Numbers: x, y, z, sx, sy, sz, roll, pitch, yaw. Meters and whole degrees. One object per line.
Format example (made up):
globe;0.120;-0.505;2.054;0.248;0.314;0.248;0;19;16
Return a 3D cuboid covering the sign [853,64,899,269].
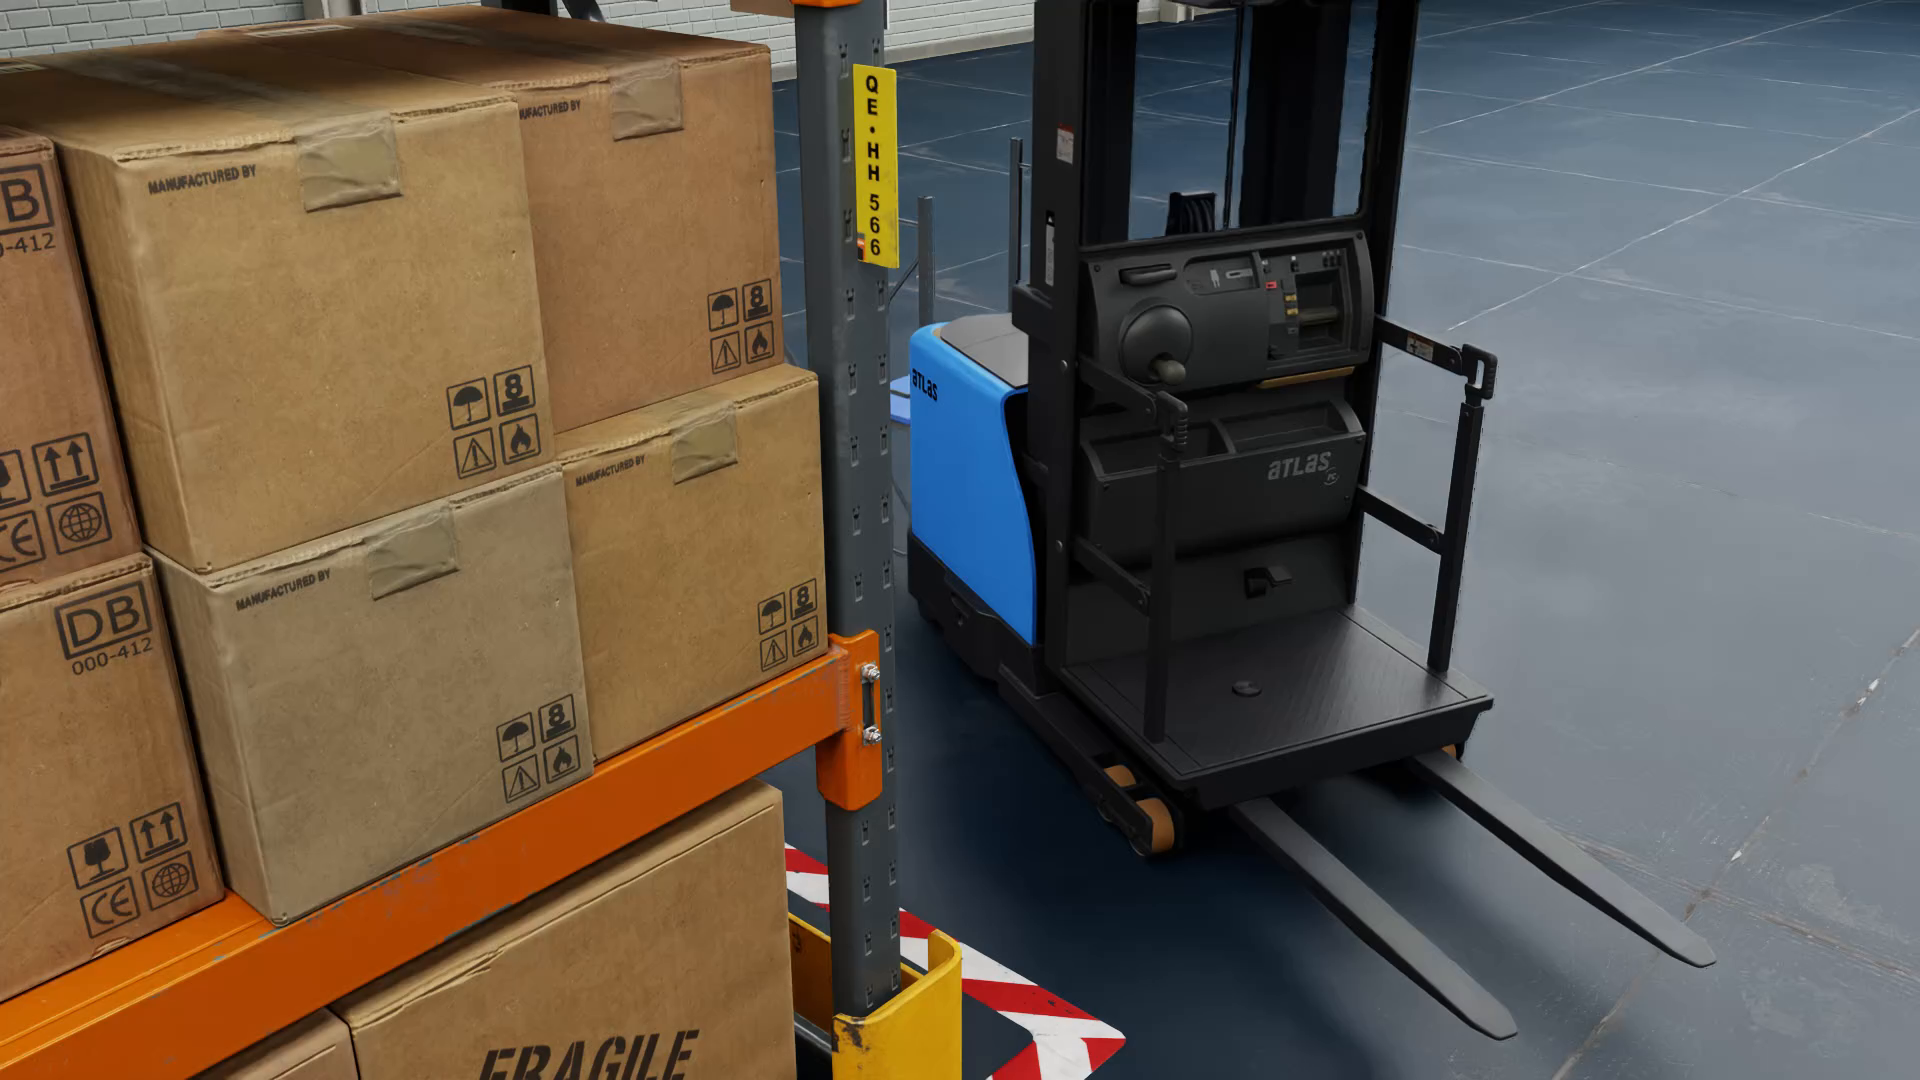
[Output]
sign;-0.141;-0.616;2.753;0.100;0.325;0.005;20;31;38

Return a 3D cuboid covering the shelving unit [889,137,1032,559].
shelving unit;0.054;-0.712;6.505;0.538;1.500;1.048;20;31;38

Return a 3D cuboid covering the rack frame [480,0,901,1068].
rack frame;-0.536;-0.132;3.378;1.000;3.000;0.127;20;31;38

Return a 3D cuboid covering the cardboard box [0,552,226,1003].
cardboard box;-1.568;0.235;2.376;0.875;0.550;0.550;20;31;38

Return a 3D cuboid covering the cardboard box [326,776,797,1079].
cardboard box;-0.939;0.871;3.226;0.875;0.875;0.875;20;31;38

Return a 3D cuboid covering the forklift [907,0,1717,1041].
forklift;0.878;-0.638;4.589;1.130;2.935;3.031;-11;26;-22

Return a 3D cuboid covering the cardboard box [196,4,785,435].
cardboard box;-0.812;-0.591;2.898;0.875;0.550;0.550;20;31;38

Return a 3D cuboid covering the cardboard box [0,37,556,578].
cardboard box;-1.111;-0.398;2.468;0.875;0.550;0.550;20;31;38

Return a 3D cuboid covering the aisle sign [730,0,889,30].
aisle sign;-0.265;-1.258;2.712;0.394;0.787;0.004;20;31;38

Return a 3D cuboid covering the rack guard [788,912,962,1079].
rack guard;-0.520;1.001;3.906;1.175;0.500;0.348;20;31;38

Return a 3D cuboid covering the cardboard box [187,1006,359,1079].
cardboard box;-1.525;1.139;2.626;0.875;0.875;0.875;20;31;37

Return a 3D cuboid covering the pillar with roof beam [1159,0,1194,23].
pillar with roof beam;6.095;-9.887;17.802;9.100;9.000;0.400;20;31;38

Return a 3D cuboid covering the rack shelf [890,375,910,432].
rack shelf;0.054;-0.548;6.578;0.538;0.185;1.000;20;31;38

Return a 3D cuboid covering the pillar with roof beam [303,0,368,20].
pillar with roof beam;-1.914;-6.231;9.648;9.100;9.000;0.400;20;31;38

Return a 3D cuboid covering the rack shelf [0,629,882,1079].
rack shelf;-1.871;0.806;2.166;1.077;0.370;4.000;20;31;38

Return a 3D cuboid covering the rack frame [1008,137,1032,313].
rack frame;0.397;-0.866;6.848;0.500;1.500;0.032;20;31;38

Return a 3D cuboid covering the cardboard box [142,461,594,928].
cardboard box;-1.100;0.099;2.680;0.875;0.550;0.550;20;31;38

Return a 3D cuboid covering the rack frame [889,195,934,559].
rack frame;-0.288;-0.558;6.162;0.500;1.500;0.032;20;31;38

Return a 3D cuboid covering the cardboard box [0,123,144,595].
cardboard box;-1.586;-0.264;2.170;0.875;0.550;0.550;20;31;38

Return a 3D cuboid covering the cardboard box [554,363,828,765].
cardboard box;-0.750;-0.075;3.068;0.875;0.550;0.550;20;31;38

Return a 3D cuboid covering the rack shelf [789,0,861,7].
rack shelf;-1.871;-0.563;1.552;1.077;0.370;4.000;20;31;38

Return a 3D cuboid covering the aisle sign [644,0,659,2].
aisle sign;-0.712;-1.422;3.077;0.394;0.787;0.004;20;31;38
